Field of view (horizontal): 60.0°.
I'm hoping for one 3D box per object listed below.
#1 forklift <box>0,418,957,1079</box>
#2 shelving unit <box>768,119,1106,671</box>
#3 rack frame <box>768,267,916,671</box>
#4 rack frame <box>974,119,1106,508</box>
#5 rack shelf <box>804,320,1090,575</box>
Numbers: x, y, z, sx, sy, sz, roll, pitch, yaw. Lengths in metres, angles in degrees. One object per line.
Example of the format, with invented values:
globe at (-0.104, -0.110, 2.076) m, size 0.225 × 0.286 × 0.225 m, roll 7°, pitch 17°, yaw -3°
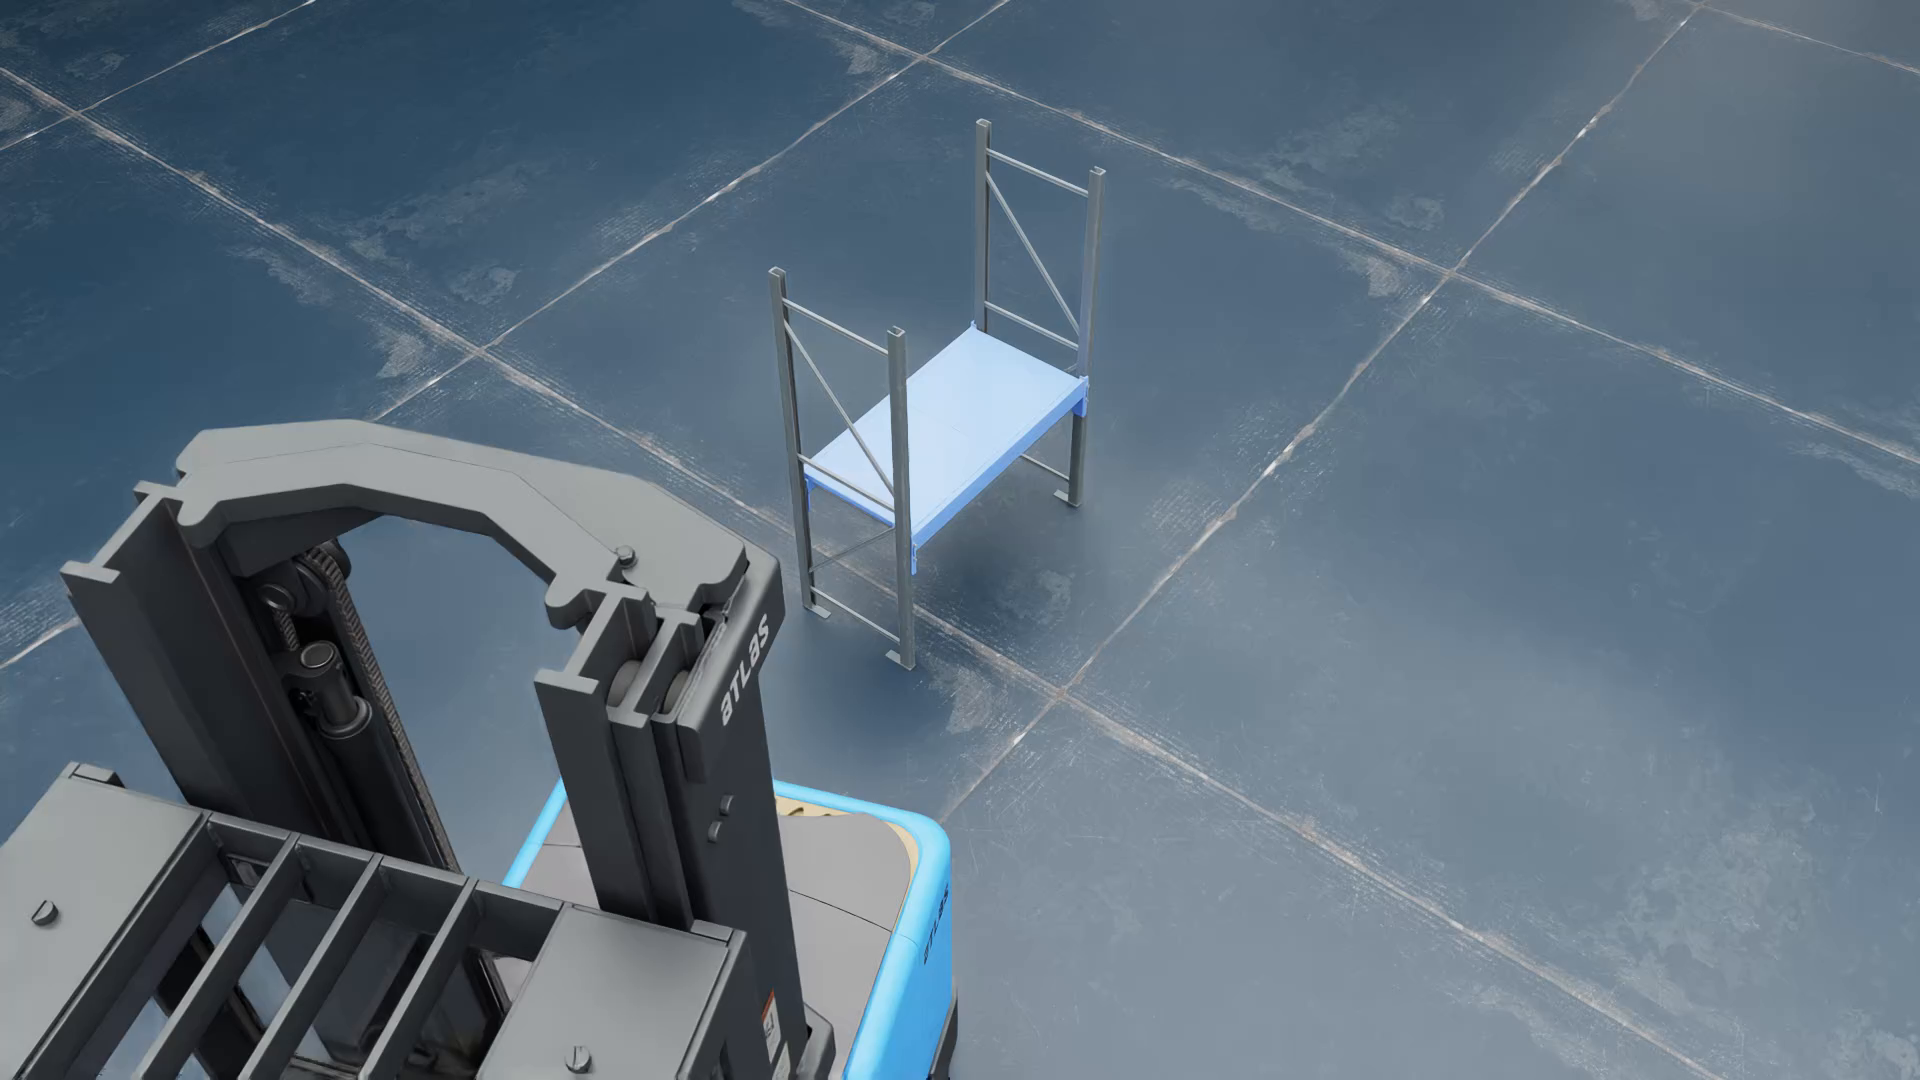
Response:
forklift at (-0.897, 1.357, 2.927) m, size 1.130 × 2.935 × 3.031 m, roll 11°, pitch 47°, yaw 11°
shelving unit at (-0.052, -0.469, 5.661) m, size 0.538 × 1.500 × 1.048 m, roll 29°, pitch 53°, yaw 25°
rack frame at (-0.363, -0.178, 5.383) m, size 0.500 × 1.500 × 0.032 m, roll 29°, pitch 53°, yaw 25°
rack frame at (0.259, -0.760, 5.939) m, size 0.500 × 1.500 × 0.032 m, roll 29°, pitch 53°, yaw 25°
rack shelf at (-0.052, -0.345, 5.791) m, size 0.538 × 0.185 × 1.000 m, roll 29°, pitch 53°, yaw 25°
